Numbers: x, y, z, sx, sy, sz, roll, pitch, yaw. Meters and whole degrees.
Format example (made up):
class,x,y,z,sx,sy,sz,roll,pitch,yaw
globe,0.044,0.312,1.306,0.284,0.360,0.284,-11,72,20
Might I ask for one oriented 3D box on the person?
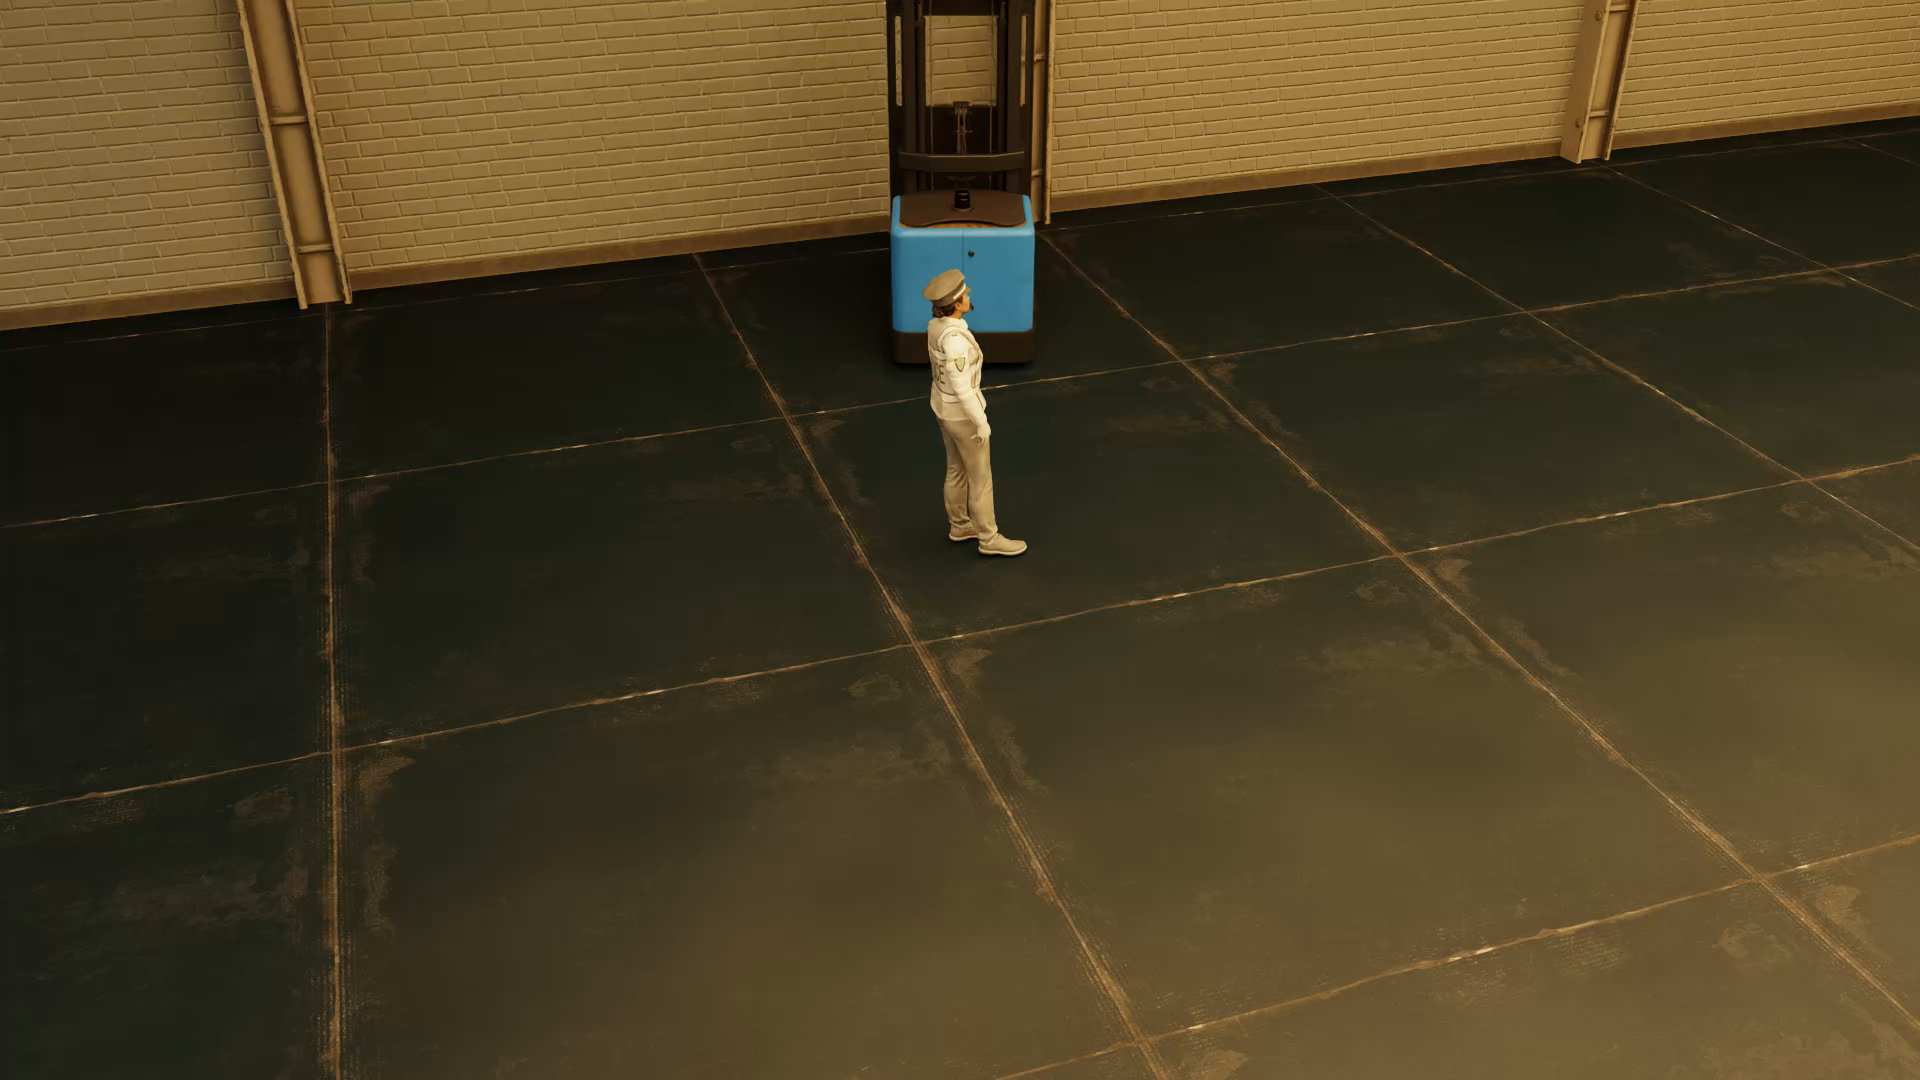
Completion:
class,x,y,z,sx,sy,sz,roll,pitch,yaw
person,0.066,-0.748,9.613,0.534,1.696,0.587,-10,31,-16

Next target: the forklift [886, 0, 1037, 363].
class,x,y,z,sx,sy,sz,roll,pitch,yaw
forklift,0.001,-3.253,12.741,1.130,2.935,3.031,0,30,-1
